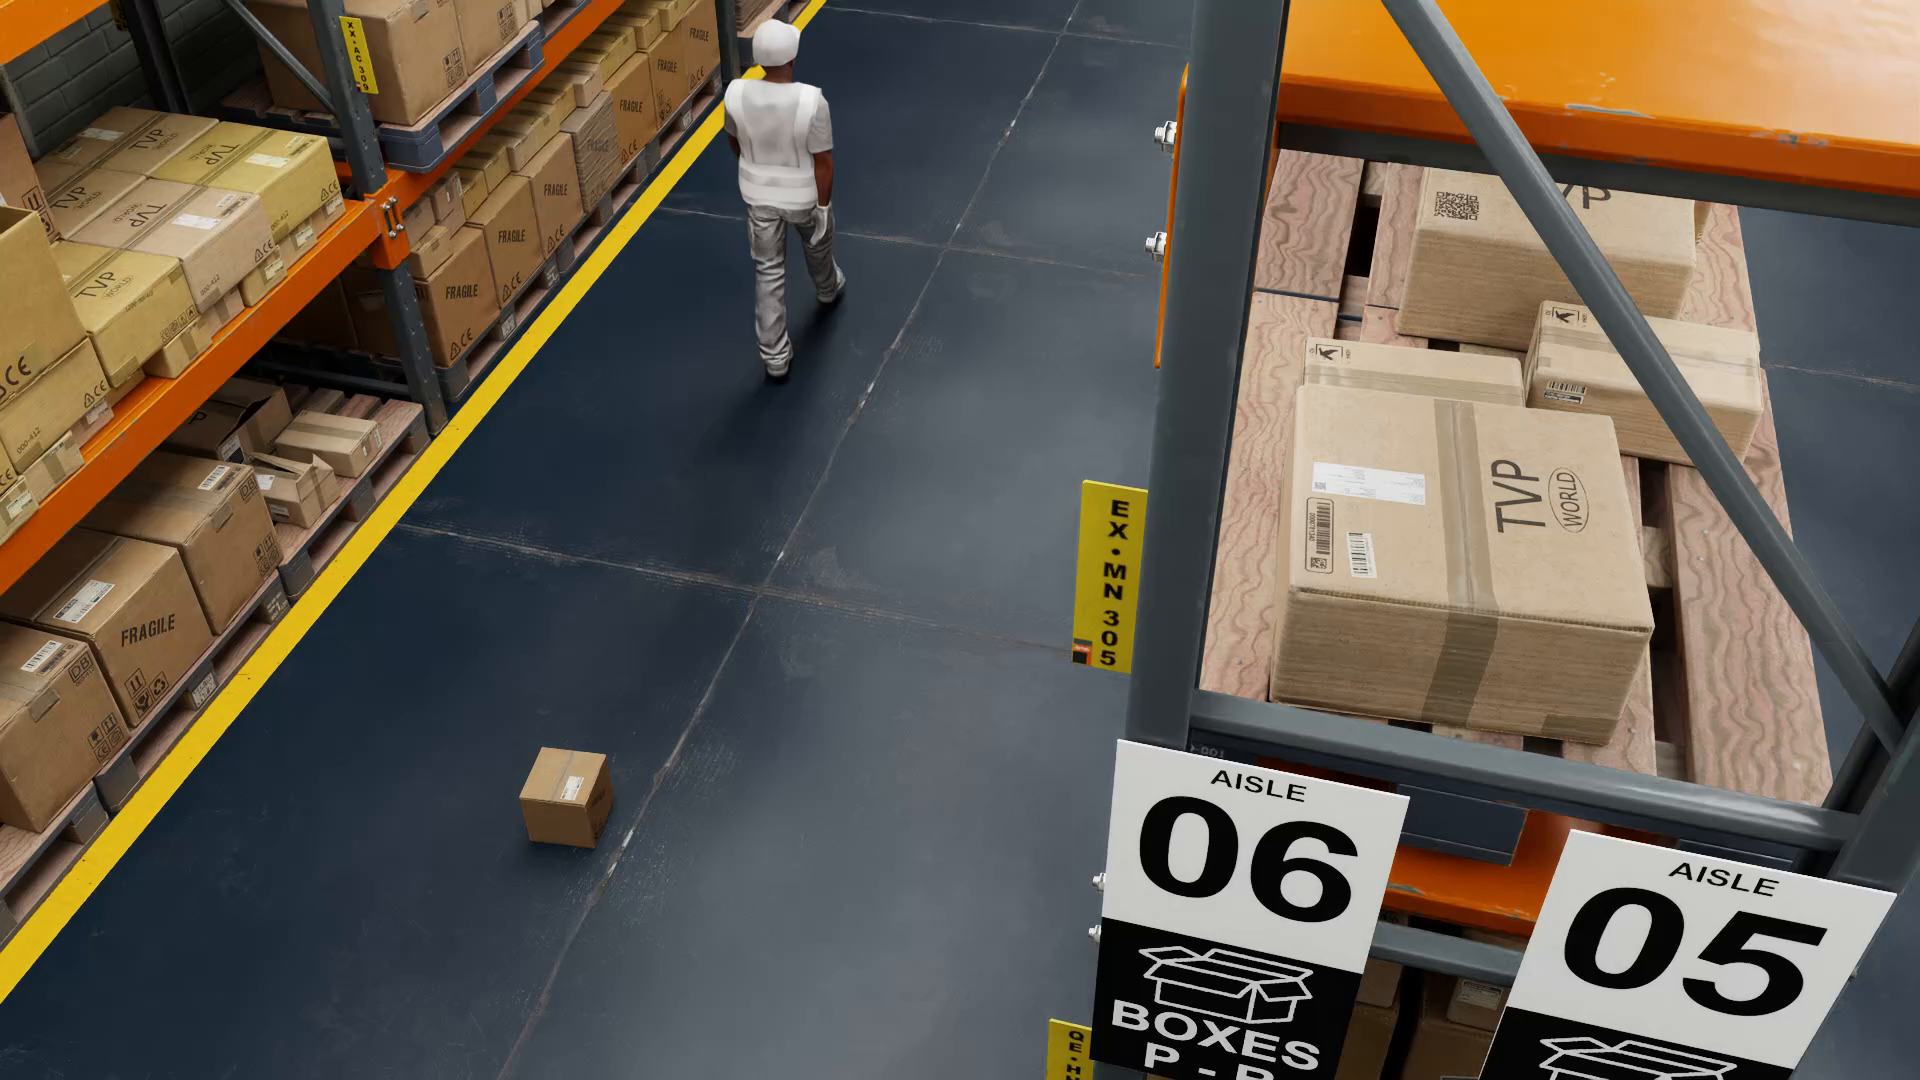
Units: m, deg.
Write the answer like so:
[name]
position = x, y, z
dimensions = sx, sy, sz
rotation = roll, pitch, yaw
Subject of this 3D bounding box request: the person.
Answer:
[person]
position = -0.844, -1.826, 8.241
dimensions = 0.546, 1.722, 0.905
rotation = 3, 41, 4
